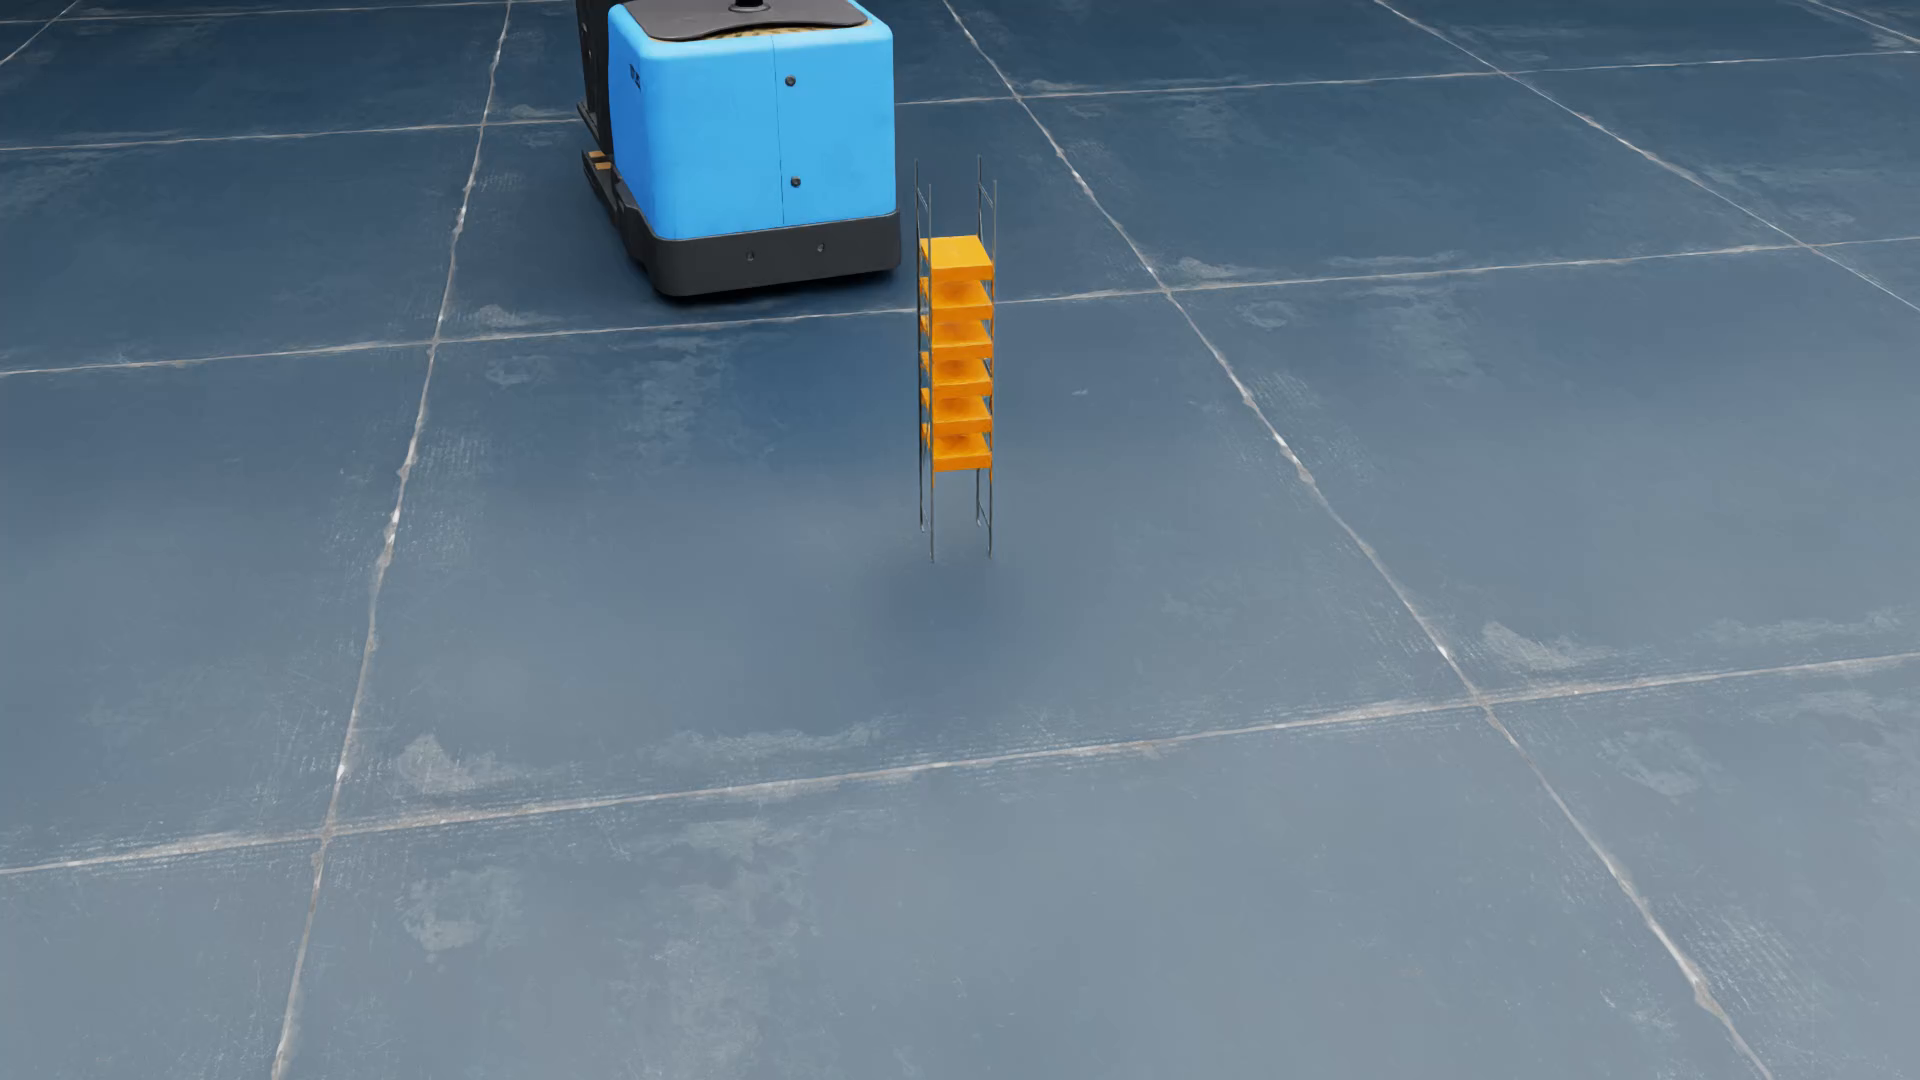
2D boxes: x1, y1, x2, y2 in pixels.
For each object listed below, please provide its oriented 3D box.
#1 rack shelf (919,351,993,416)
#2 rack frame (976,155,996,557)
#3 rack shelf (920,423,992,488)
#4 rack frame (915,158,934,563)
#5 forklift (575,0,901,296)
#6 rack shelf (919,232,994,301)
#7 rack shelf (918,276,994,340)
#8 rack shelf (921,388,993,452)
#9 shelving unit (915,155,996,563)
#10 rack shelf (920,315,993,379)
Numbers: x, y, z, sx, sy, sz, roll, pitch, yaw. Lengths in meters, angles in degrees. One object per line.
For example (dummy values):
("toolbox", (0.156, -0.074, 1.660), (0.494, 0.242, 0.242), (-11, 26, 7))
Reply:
("rack shelf", (-0.014, -0.478, 4.966), (0.180, 0.103, 0.258), (-5, 31, -9))
("rack frame", (0.076, -0.524, 4.958), (0.006, 1.200, 0.240), (-5, 31, -9))
("rack shelf", (-0.014, -0.271, 5.088), (0.180, 0.103, 0.258), (-5, 31, -9))
("rack frame", (-0.104, -0.508, 4.929), (0.006, 1.200, 0.240), (-5, 31, -9))
("forklift", (-1.231, -2.995, 7.451), (1.130, 2.935, 3.031), (-10, 32, -17))
("rack shelf", (-0.014, -0.788, 4.784), (0.180, 0.103, 0.258), (-5, 31, -9))
("rack shelf", (-0.014, -0.684, 4.844), (0.180, 0.103, 0.258), (-5, 31, -9))
("rack shelf", (-0.014, -0.374, 5.027), (0.180, 0.103, 0.258), (-5, 31, -9))
("shelving unit", (-0.014, -0.516, 4.944), (0.189, 1.200, 0.258), (-5, 31, -9))
("rack shelf", (-0.014, -0.581, 4.905), (0.180, 0.103, 0.258), (-5, 31, -9))
